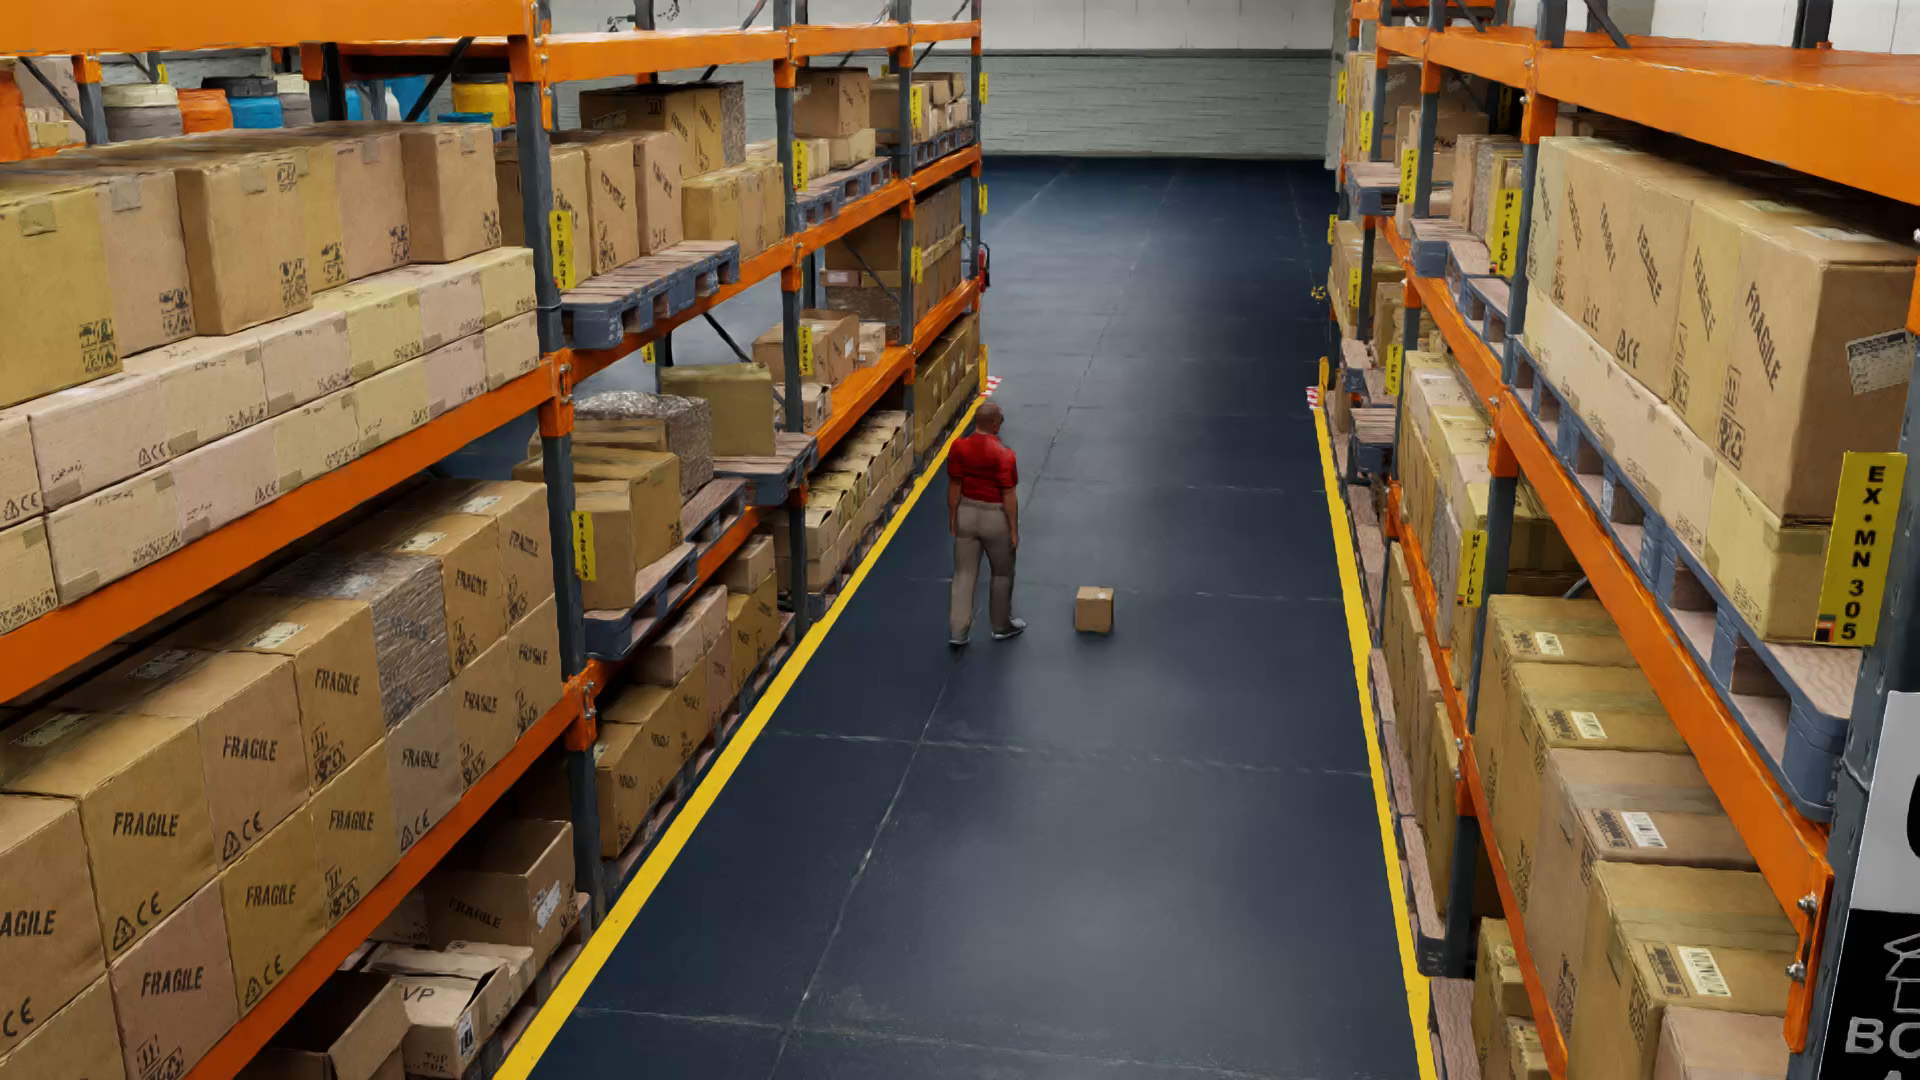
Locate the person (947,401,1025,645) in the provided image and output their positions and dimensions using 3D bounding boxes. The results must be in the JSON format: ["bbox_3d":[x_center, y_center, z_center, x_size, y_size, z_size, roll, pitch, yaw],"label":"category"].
[{"bbox_3d":[0.186,-0.125,11.448,0.543,1.720,0.700,9,20,26],"label":"person"}]
